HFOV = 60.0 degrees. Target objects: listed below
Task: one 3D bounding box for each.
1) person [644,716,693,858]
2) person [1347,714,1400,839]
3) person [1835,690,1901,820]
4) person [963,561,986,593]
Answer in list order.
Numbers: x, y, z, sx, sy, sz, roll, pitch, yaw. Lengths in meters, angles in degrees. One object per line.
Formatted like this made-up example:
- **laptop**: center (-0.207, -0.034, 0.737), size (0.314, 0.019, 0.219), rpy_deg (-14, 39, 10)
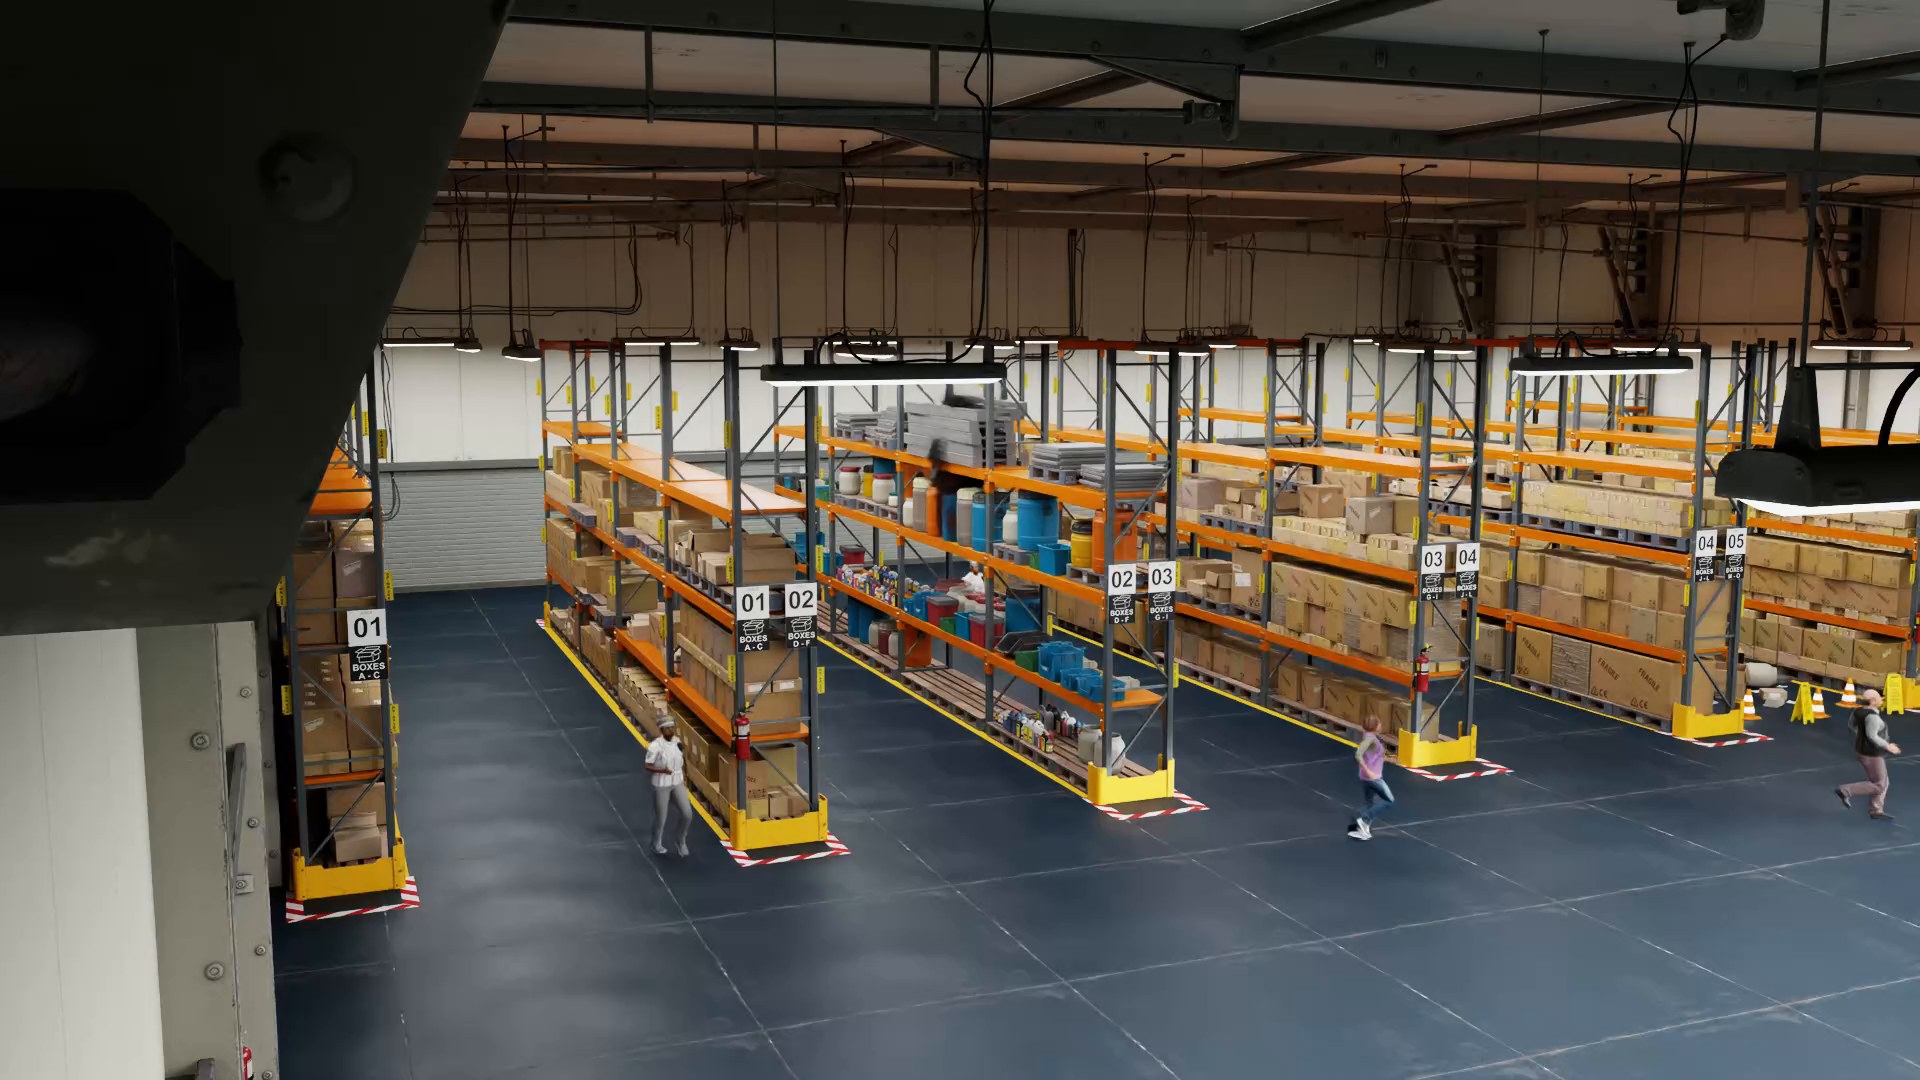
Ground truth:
- **person**: center (-3.445, 2.939, 19.762), size (0.600, 1.737, 0.594), rpy_deg (-6, 9, -37)
- **person**: center (5.072, 2.909, 20.367), size (0.602, 1.564, 0.520), rpy_deg (1, 7, 7)
- **person**: center (11.599, 2.744, 21.259), size (0.765, 1.688, 0.659), rpy_deg (2, 8, 11)
- **person**: center (0.316, 1.223, 33.203), size (0.603, 1.605, 0.571), rpy_deg (-4, 9, -30)
